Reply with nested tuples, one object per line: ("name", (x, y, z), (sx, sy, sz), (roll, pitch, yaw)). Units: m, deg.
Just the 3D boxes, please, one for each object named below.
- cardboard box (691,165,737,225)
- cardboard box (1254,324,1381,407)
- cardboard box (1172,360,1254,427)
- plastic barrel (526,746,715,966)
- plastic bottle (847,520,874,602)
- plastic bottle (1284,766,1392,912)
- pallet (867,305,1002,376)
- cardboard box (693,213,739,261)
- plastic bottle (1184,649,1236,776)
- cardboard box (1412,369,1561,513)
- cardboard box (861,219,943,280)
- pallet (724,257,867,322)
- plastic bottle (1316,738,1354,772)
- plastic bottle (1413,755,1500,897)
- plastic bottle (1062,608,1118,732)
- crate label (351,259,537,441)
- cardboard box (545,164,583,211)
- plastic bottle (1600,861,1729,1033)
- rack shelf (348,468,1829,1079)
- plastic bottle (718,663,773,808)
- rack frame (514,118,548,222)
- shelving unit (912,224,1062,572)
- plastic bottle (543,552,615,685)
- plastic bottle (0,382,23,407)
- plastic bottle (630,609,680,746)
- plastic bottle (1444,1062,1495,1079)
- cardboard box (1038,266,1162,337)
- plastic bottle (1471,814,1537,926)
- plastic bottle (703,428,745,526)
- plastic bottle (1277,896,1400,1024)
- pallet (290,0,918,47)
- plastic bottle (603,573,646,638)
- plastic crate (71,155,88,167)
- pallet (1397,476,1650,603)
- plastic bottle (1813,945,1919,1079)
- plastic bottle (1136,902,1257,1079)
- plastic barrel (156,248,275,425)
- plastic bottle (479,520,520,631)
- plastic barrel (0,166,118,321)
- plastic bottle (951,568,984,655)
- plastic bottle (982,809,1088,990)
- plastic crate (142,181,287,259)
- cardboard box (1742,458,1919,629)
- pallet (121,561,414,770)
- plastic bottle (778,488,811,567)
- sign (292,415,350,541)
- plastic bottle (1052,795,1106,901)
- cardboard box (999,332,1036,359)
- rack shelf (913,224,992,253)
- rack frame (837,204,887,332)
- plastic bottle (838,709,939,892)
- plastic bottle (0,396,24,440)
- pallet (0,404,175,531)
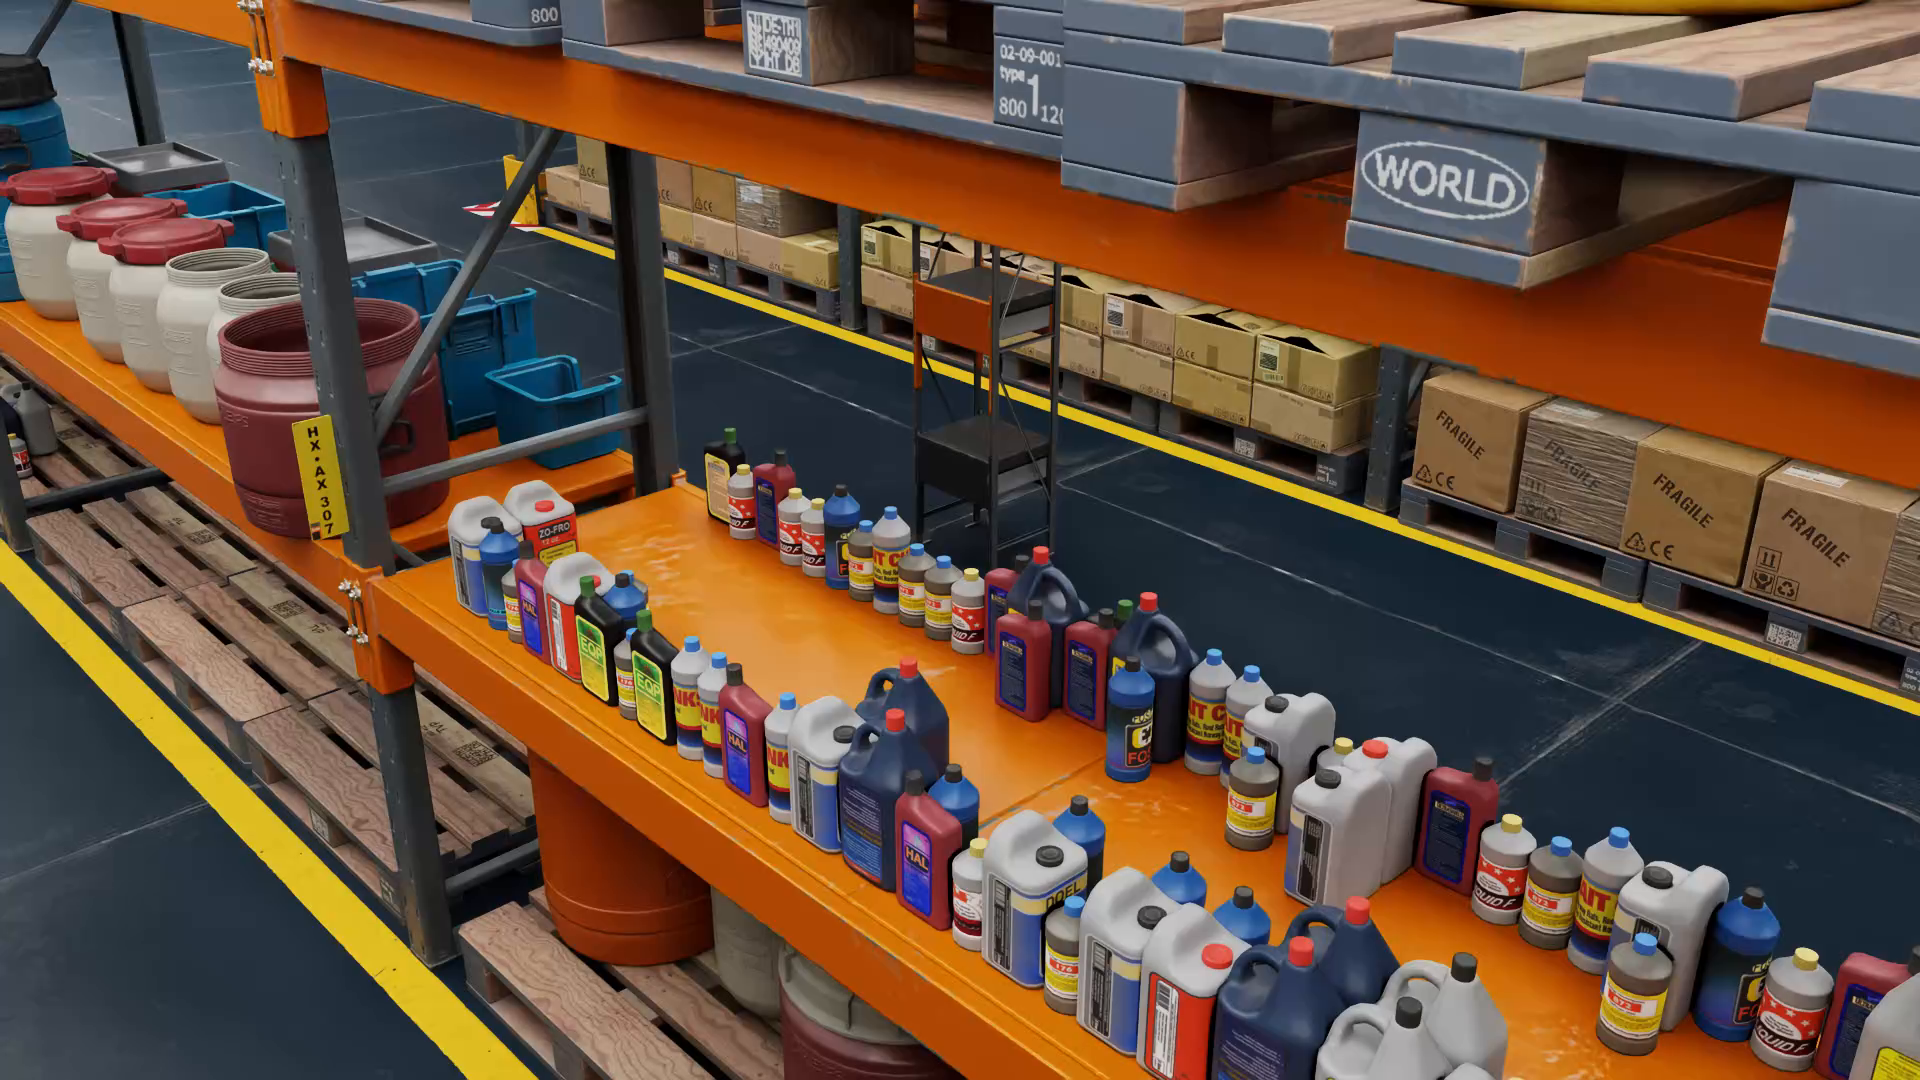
("cardboard box", (-1.520, -2.523, 11.570), (0.500, 0.500, 0.500), (-21, 32, -38))
("cardboard box", (1.831, -0.930, 8.307), (0.500, 0.311, 0.500), (-20, 31, -37))
("cardboard box", (1.476, -0.832, 8.766), (0.500, 0.250, 0.500), (-22, 32, -39))
("plastic barrel", (-0.903, 0.697, 4.716), (0.600, 0.830, 0.708), (-21, 32, -38))
("plastic bottle", (-0.239, 0.048, 4.270), (0.097, 0.201, 0.097), (0, 25, 0))
("plastic bottle", (0.702, 0.540, 3.101), (0.152, 0.276, 0.135), (-21, 32, -38))
("pallet", (0.167, -1.378, 10.515), (1.003, 0.211, 1.213), (-21, 32, -38))
("cardboard box", (-1.529, -2.178, 11.718), (0.500, 0.250, 0.500), (-21, 32, -38))
("plastic bottle", (0.529, 0.357, 3.509), (0.097, 0.271, 0.097), (0, 25, 0))
("cardboard box", (2.471, -0.490, 7.692), (0.500, 0.500, 0.500), (-20, 31, -36))
("cardboard box", (-0.265, -1.858, 10.339), (0.500, 0.311, 0.500), (-21, 32, -38))
("pallet", (-0.878, -1.843, 11.534), (1.003, 0.211, 1.213), (-21, 32, -38))
("plastic bottle", (0.754, 0.488, 3.305), (0.097, 0.201, 0.097), (0, 25, 0))
("plastic bottle", (0.938, 0.521, 3.134), (0.061, 0.283, 0.133), (-21, 32, -38))
("plastic bottle", (0.292, 0.272, 3.680), (0.061, 0.283, 0.133), (-21, 32, -38))
("crate label", (-1.731, -0.636, 5.488), (0.502, 0.435, 0.616), (-21, 32, -38))
("cardboard box", (-2.895, -2.785, 13.047), (0.500, 0.250, 0.500), (-21, 32, -38))
("plastic bottle", (1.196, 0.667, 2.824), (0.152, 0.276, 0.135), (-21, 32, -38))
("rack shelf", (0.117, 0.691, 3.488), (1.077, 0.370, 4.000), (-21, 32, -38))
("plastic bottle", (-0.433, 0.397, 3.407), (0.061, 0.283, 0.133), (-21, 32, -38))
("rack frame", (-3.099, -4.070, 13.058), (1.000, 3.000, 0.127), (-21, 32, -38))
("shelving unit", (0.113, -0.905, 7.204), (0.431, 2.100, 0.503), (-21, 32, -38))
("plastic bottle", (-0.874, 0.177, 3.897), (0.152, 0.276, 0.135), (-21, 32, -38))
("plastic bottle", (-4.675, -0.636, 8.282), (0.152, 0.276, 0.135), (-21, 32, -38))
("plastic bottle", (-0.658, 0.297, 3.625), (0.061, 0.283, 0.133), (-21, 32, -38))
("plastic bottle", (0.729, 0.888, 2.340), (0.152, 0.276, 0.135), (-21, 32, -38))
("cardboard box", (0.787, -1.392, 9.319), (0.500, 0.311, 0.500), (-20, 31, -37))
("plastic bottle", (1.003, 0.599, 3.063), (0.097, 0.201, 0.097), (0, 25, 0))
("plastic bottle", (-0.662, -0.188, 4.688), (0.061, 0.283, 0.133), (-21, 32, -38))
("plastic bottle", (0.596, 0.709, 2.640), (0.144, 0.351, 0.185), (-21, 32, -38))
("pallet", (-0.798, -1.262, 3.515), (1.003, 0.211, 1.213), (-21, 32, -38))
("plastic bottle", (-0.770, 0.205, 3.842), (0.097, 0.271, 0.097), (0, 25, 0))
("plastic crate", (-4.249, -1.621, 7.763), (0.767, 0.338, 0.504), (-21, 32, -38))
("pallet", (2.851, -0.141, 7.804), (1.003, 0.211, 1.213), (-21, 32, -38))
("plastic bottle", (1.454, 0.750, 2.632), (0.061, 0.283, 0.133), (-21, 32, -38))
("plastic bottle", (0.384, 0.735, 2.675), (0.152, 0.276, 0.135), (-21, 32, -38))
("plastic barrel", (-2.397, -0.672, 5.474), (0.421, 0.512, 0.421), (0, 25, 0))
("plastic bottle", (-1.131, 0.082, 4.112), (0.097, 0.271, 0.097), (0, 25, 0))
("plastic barrel", (-3.490, -1.164, 6.524), (0.433, 0.535, 0.433), (0, 25, 0))
("plastic bottle", (0.027, 0.166, 4.011), (0.097, 0.201, 0.097), (0, 25, 0))
("plastic bottle", (0.134, 0.624, 2.918), (0.152, 0.276, 0.135), (-21, 32, -38))
("plastic crate", (-3.003, -1.201, 6.788), (0.392, 0.384, 0.575), (-21, 32, -38))
("cardboard box", (3.533, -0.023, 6.669), (0.500, 0.500, 0.500), (22, 33, 40))
("pallet", (-2.581, 0.411, 6.595), (1.003, 0.211, 1.213), (-21, 32, -38))
("plastic bottle", (-0.439, -0.040, 4.464), (0.097, 0.201, 0.097), (0, 25, 0))
("sign", (-1.647, -0.158, 4.287), (0.100, 0.325, 0.005), (-21, 32, -38))
("plastic bottle", (0.212, 0.585, 3.009), (0.097, 0.271, 0.097), (0, 25, 0))
("cardboard box", (0.434, -1.294, 9.780), (0.500, 0.250, 0.500), (-22, 33, -40))
("rack shelf", (0.113, -1.530, 6.919), (0.431, 0.518, 0.480), (-21, 32, -38))
("rack frame", (-0.365, -2.858, 10.401), (1.000, 3.000, 0.127), (-21, 32, -38))
("plastic bottle", (-0.136, 0.473, 3.160), (0.144, 0.351, 0.185), (-21, 32, -38))
("plastic bottle", (-4.634, -0.563, 8.031), (0.144, 0.351, 0.185), (-22, 33, -40))
("pallet", (-4.412, -0.401, 8.374), (1.003, 0.211, 1.213), (-21, 32, -38))
